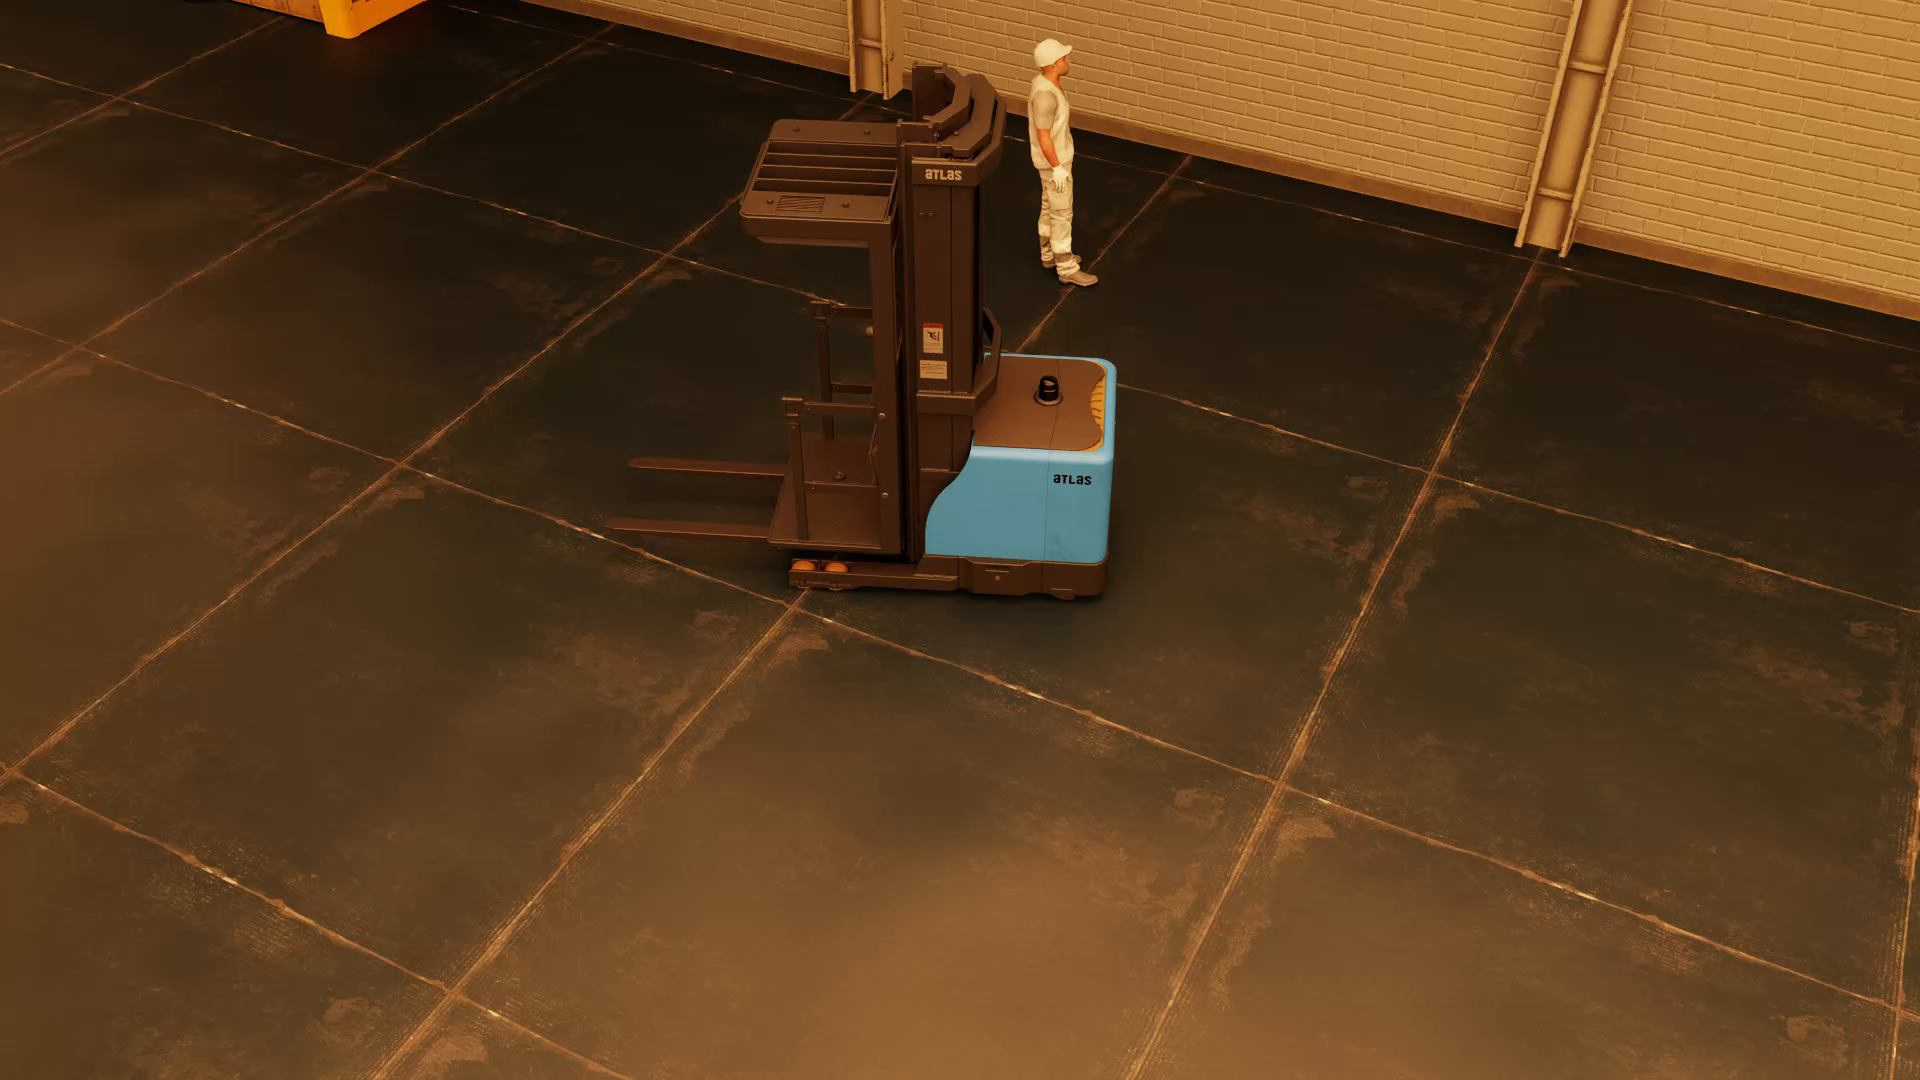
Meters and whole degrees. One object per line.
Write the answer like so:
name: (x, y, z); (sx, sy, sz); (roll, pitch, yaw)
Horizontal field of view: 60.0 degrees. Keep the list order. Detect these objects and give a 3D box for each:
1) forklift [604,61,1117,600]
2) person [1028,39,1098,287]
forklift: (-0.606, -1.157, 9.360); (3.031, 2.935, 1.130); (3, 40, 4)
person: (0.768, -2.781, 12.164); (0.563, 1.790, 0.638); (1, 40, 2)
